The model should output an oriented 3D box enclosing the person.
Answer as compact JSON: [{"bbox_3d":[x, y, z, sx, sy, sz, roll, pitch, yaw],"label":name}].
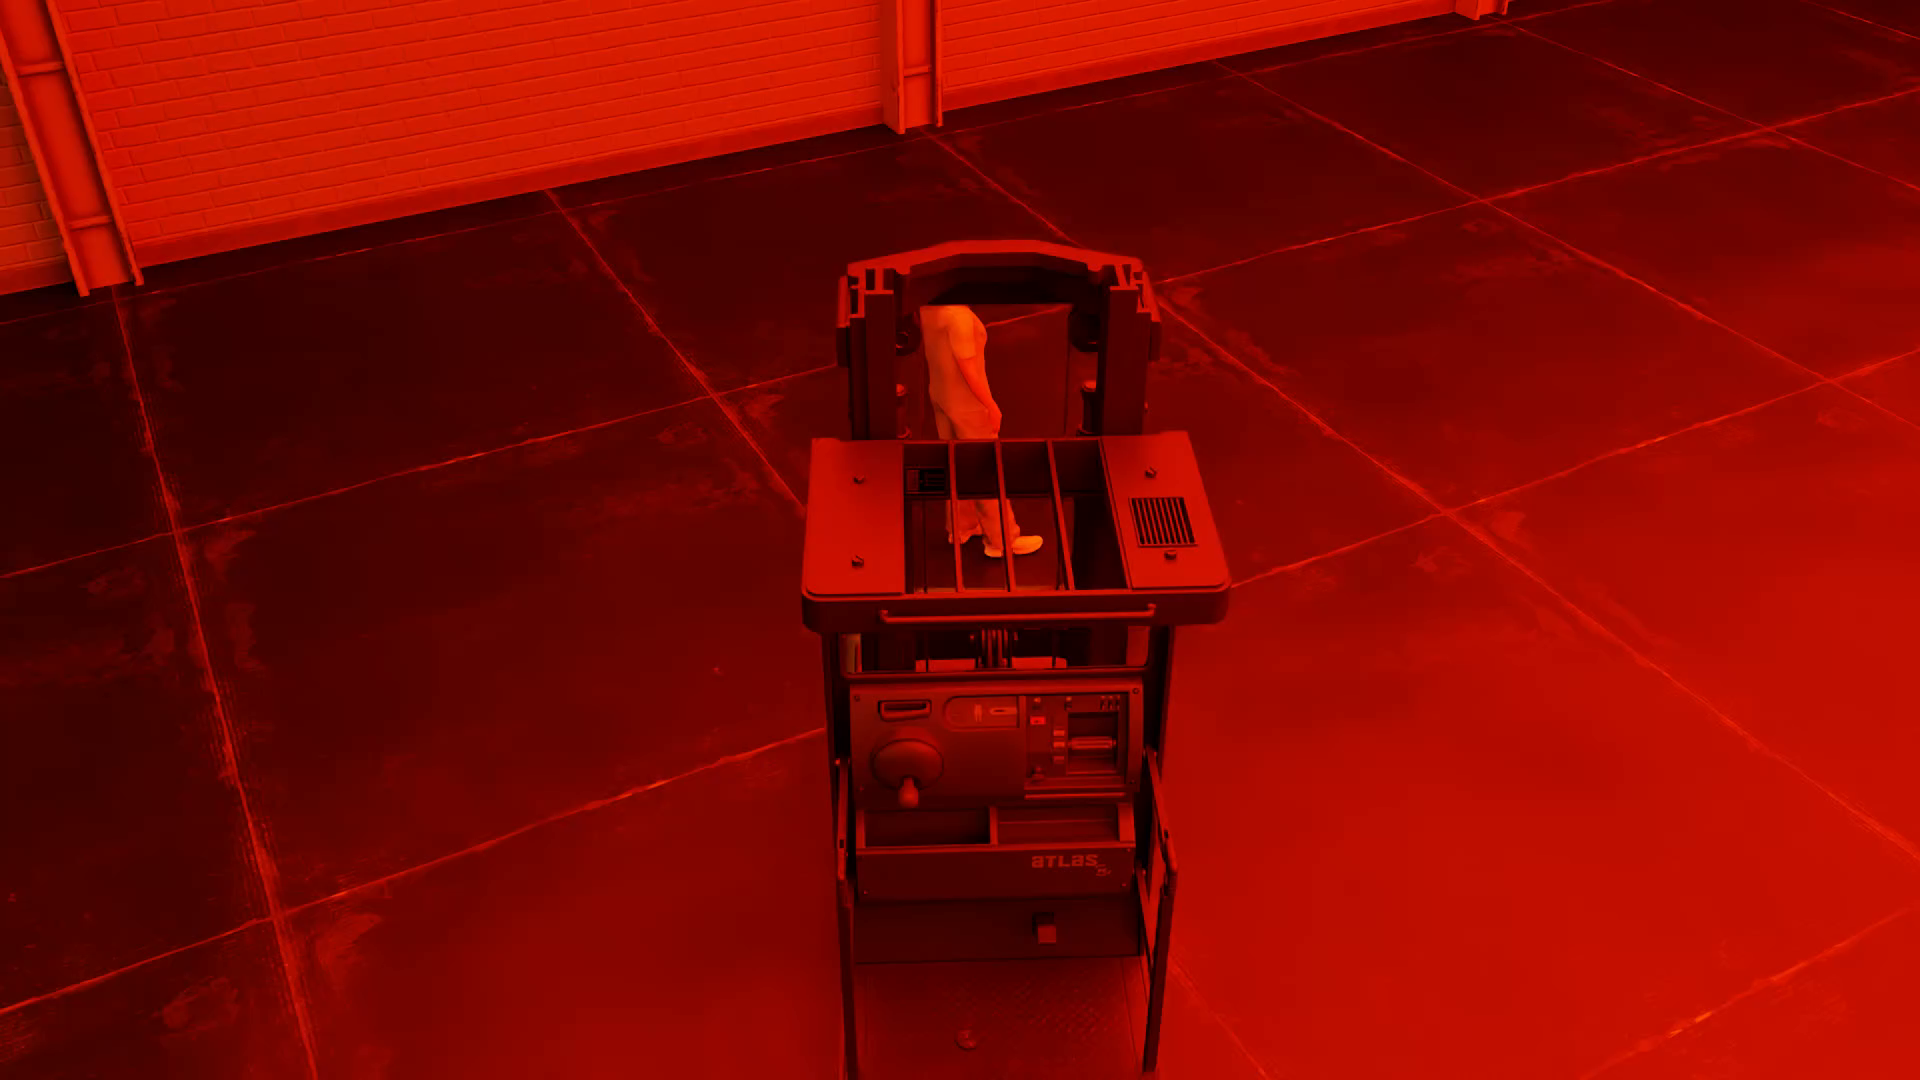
[{"bbox_3d":[0.072,-0.703,8.193,0.548,1.672,0.549,-17,39,-23],"label":"person"}]

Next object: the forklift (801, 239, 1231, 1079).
[{"bbox_3d":[0.128,0.710,5.119,1.130,2.935,3.031,-1,35,-2],"label":"forklift"}]
